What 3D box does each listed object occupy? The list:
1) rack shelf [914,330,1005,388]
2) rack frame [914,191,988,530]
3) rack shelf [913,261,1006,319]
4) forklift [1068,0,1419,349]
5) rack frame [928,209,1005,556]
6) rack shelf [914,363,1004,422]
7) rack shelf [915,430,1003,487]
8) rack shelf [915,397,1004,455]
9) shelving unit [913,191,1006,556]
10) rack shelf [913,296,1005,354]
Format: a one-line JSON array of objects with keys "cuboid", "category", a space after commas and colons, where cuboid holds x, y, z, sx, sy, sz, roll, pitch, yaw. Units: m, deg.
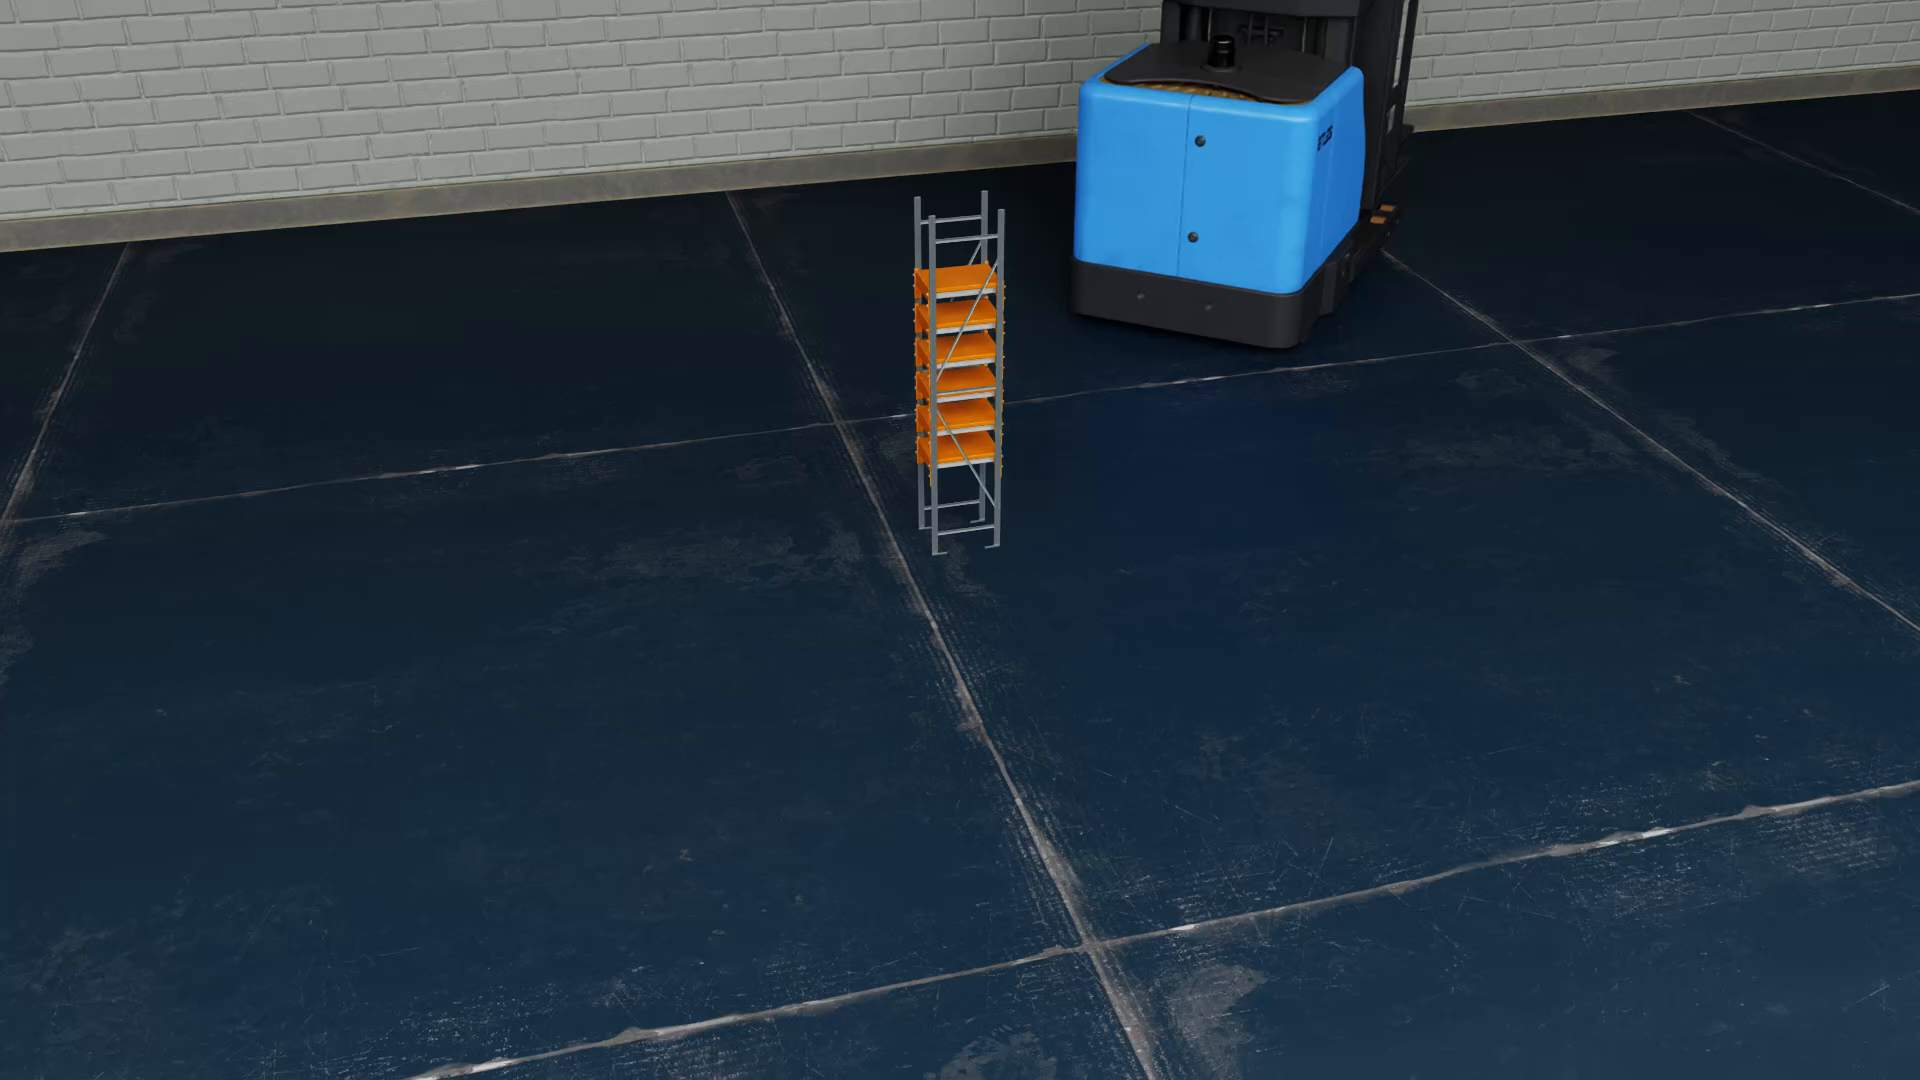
[{"cuboid": [-0.004, -0.592, 5.424, 0.258, 0.103, 0.180, -8, 31, -13], "category": "rack shelf"}, {"cuboid": [-0.028, -0.570, 5.538, 0.240, 1.200, 0.006, -8, 31, -13], "category": "rack frame"}, {"cuboid": [-0.004, -0.799, 5.303, 0.258, 0.103, 0.180, -8, 31, -13], "category": "rack shelf"}, {"cuboid": [1.576, -2.790, 7.645, 1.130, 2.935, 3.031, 14, 33, 22], "category": "forklift"}, {"cuboid": [0.020, -0.482, 5.385, 0.240, 1.200, 0.006, -8, 31, -13], "category": "rack frame"}, {"cuboid": [-0.004, -0.488, 5.484, 0.258, 0.103, 0.180, -8, 31, -13], "category": "rack shelf"}, {"cuboid": [-0.004, -0.280, 5.604, 0.258, 0.103, 0.180, -8, 31, -13], "category": "rack shelf"}, {"cuboid": [-0.004, -0.384, 5.544, 0.258, 0.103, 0.180, -8, 31, -13], "category": "rack shelf"}, {"cuboid": [-0.004, -0.526, 5.462, 0.258, 1.200, 0.189, -8, 31, -13], "category": "shelving unit"}, {"cuboid": [-0.004, -0.696, 5.364, 0.258, 0.103, 0.180, -8, 31, -13], "category": "rack shelf"}]
